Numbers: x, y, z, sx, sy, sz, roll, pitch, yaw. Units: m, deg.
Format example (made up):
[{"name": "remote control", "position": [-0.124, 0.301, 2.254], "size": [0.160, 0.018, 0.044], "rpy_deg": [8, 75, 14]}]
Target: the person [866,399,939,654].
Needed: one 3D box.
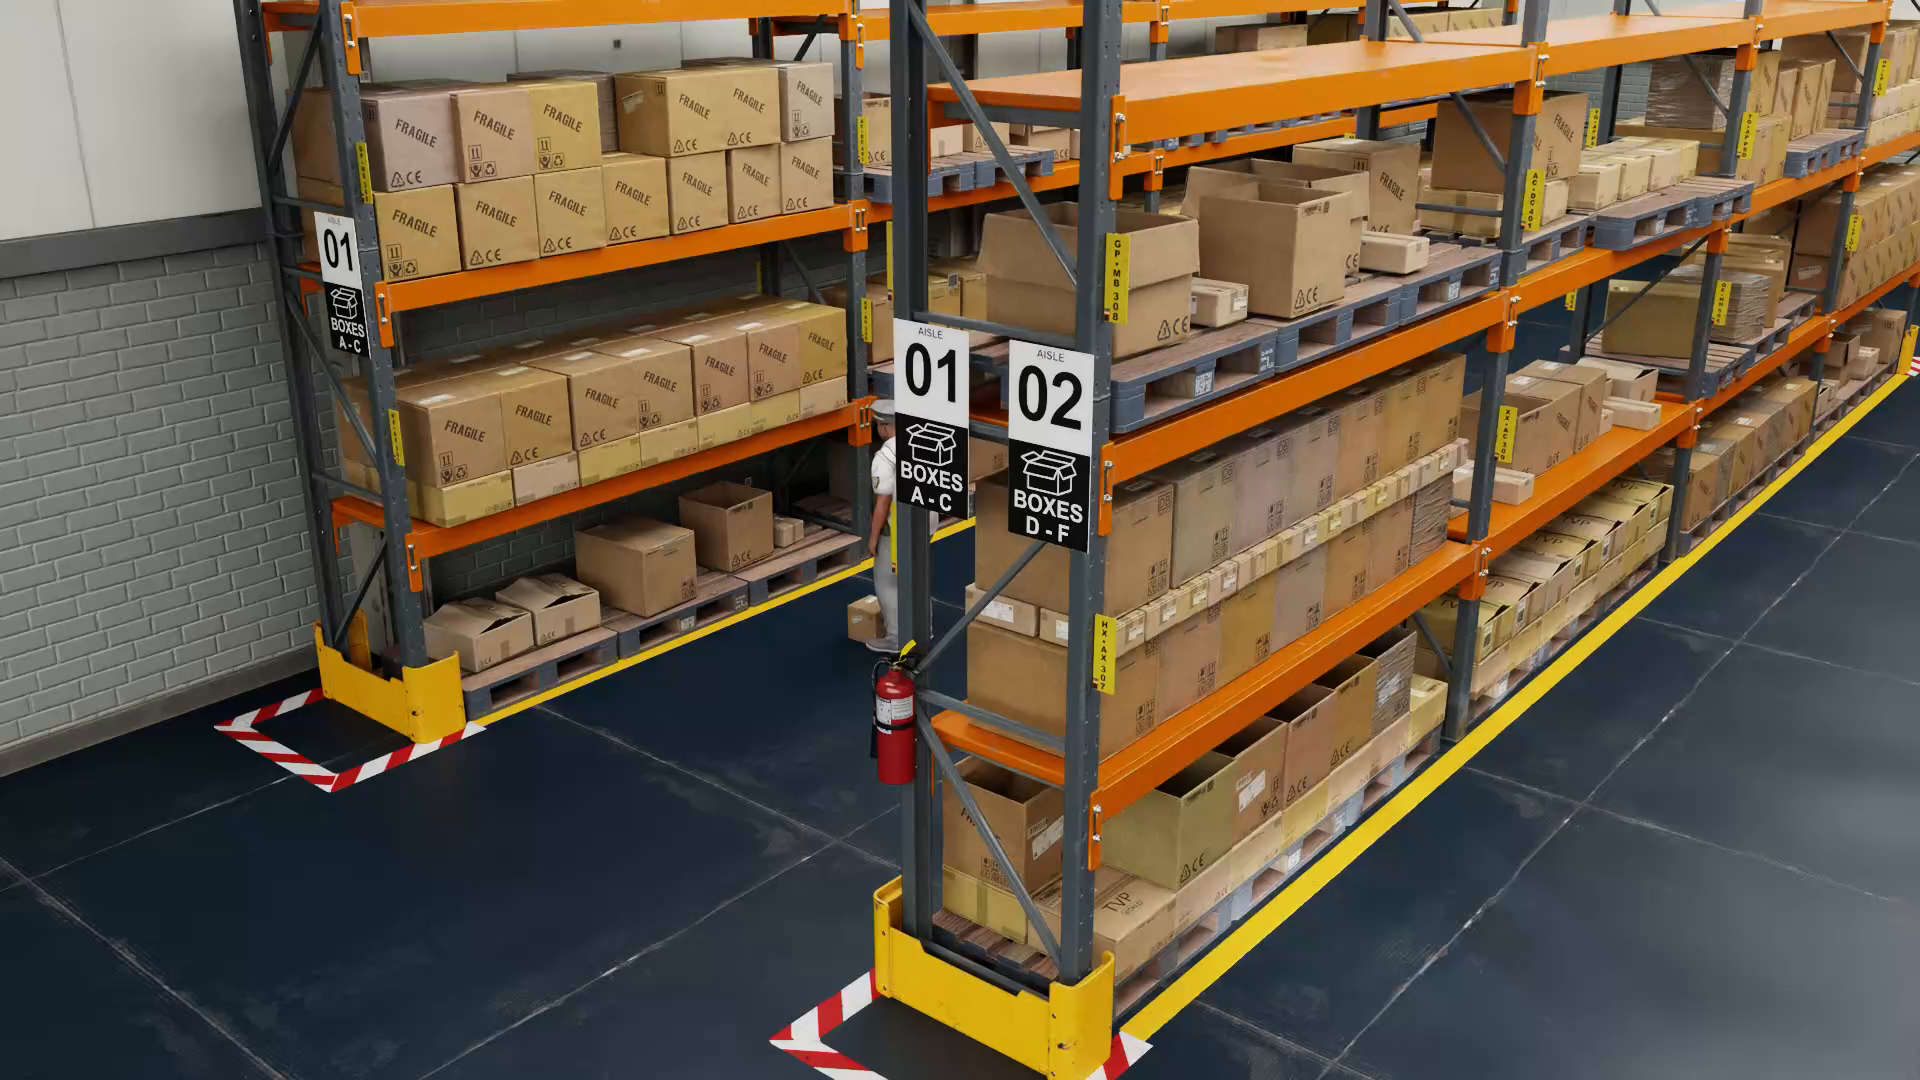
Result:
[{"name": "person", "position": [-0.386, -0.084, 11.294], "size": [0.433, 1.748, 0.587], "rpy_deg": [15, 25, 35]}]
